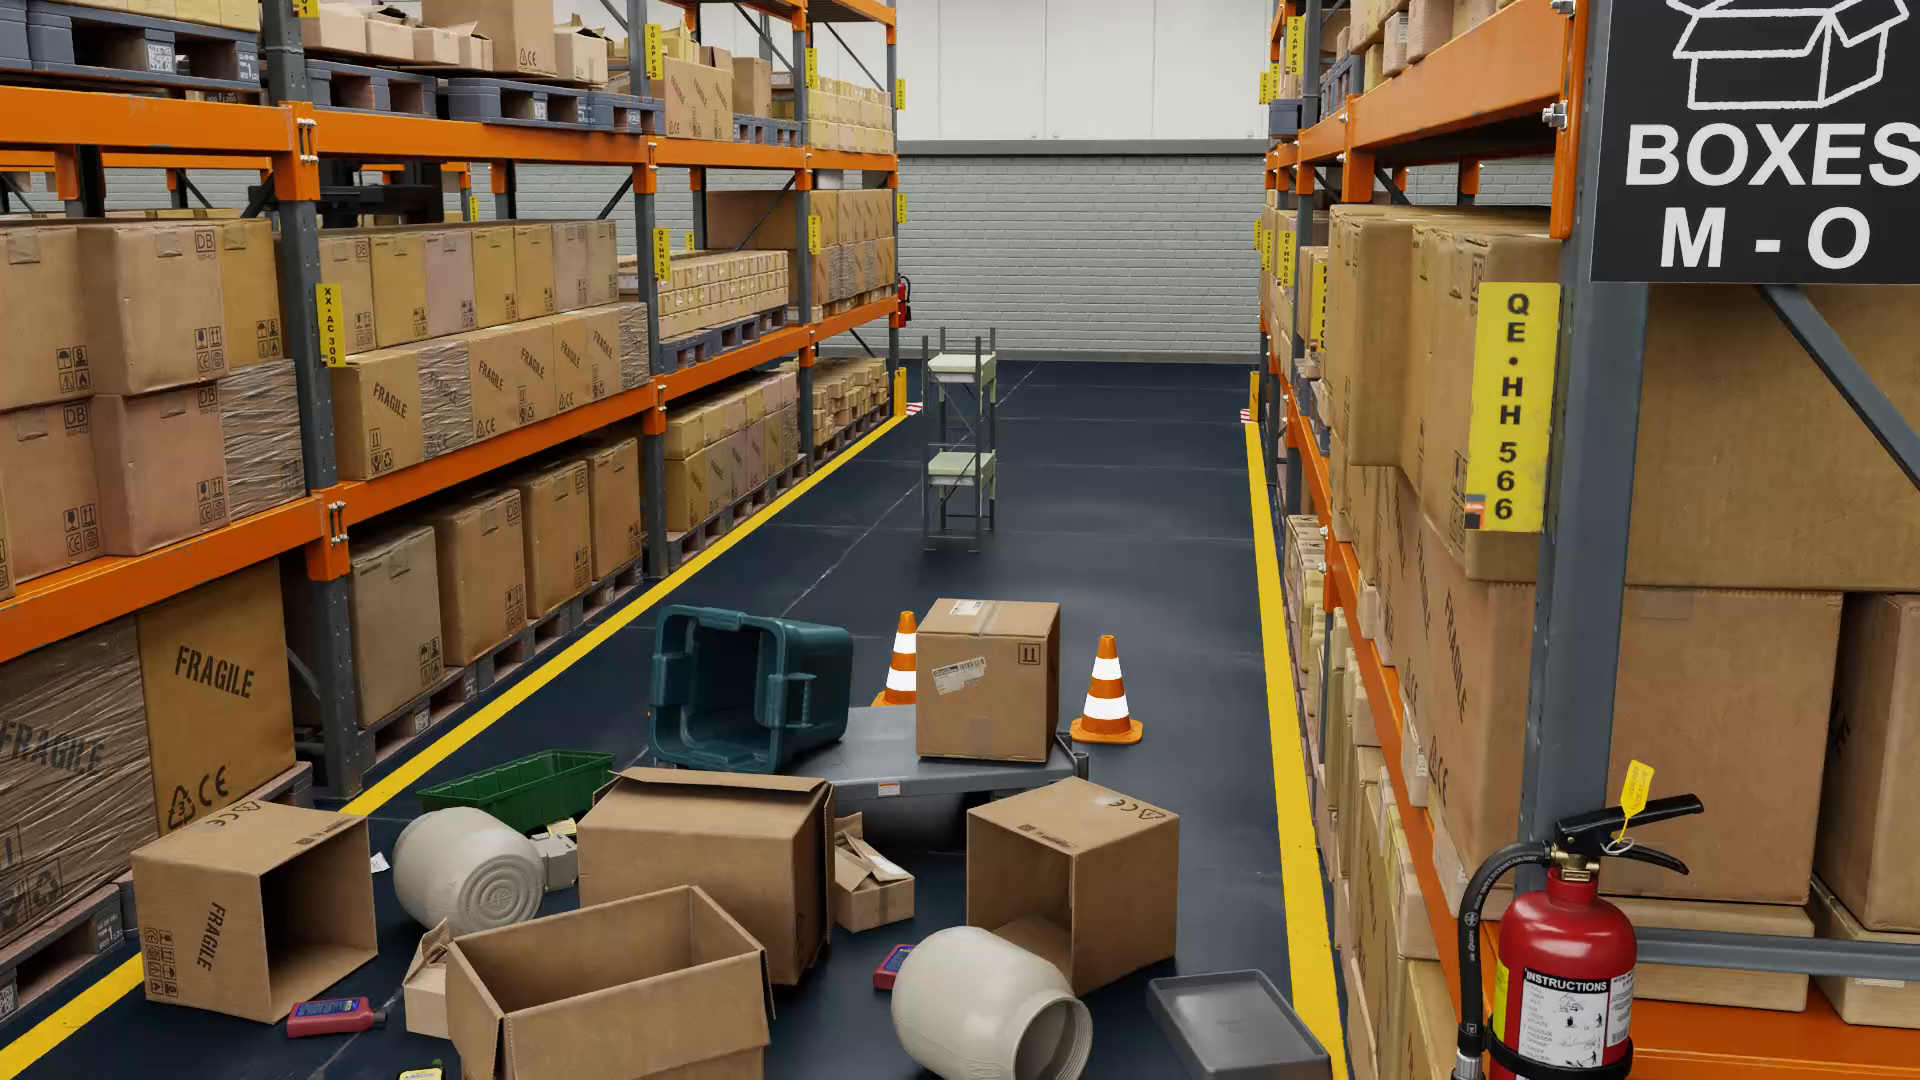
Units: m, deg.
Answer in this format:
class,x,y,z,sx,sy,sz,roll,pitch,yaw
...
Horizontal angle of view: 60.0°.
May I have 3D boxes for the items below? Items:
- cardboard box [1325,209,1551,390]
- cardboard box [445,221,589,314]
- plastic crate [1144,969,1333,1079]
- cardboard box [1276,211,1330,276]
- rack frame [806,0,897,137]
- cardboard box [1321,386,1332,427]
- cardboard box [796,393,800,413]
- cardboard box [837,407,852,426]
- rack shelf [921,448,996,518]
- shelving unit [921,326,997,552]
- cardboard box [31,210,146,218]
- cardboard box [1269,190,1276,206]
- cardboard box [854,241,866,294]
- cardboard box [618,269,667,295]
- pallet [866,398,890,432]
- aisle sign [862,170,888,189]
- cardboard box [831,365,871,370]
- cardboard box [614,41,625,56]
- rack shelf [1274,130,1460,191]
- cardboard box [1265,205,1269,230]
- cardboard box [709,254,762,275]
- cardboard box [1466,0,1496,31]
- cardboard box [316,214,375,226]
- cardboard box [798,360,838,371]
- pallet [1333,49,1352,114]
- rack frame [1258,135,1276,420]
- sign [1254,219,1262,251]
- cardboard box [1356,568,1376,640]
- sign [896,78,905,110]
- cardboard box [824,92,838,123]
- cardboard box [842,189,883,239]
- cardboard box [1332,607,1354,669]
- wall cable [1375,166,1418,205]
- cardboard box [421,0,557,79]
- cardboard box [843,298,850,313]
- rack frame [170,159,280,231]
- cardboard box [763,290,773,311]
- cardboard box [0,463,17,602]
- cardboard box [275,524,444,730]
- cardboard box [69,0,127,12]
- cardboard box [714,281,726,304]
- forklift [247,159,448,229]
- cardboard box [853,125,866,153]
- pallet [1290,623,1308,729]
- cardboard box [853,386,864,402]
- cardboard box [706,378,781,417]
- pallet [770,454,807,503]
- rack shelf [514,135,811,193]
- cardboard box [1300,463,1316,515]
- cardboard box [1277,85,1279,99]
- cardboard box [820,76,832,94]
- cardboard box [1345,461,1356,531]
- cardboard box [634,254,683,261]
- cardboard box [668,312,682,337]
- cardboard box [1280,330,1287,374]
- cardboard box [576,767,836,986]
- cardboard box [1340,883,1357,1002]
class,x,y,z,sx,sy,sz,roll,pitch,yaw
cardboard box,1.393,-0.651,4.575,0.700,0.500,0.500,2,12,7
cardboard box,-2.567,-1.572,9.559,0.700,0.500,0.500,2,12,8
plastic crate,0.828,1.466,5.000,0.402,0.080,0.583,-2,12,-11
cardboard box,2.707,-2.275,12.820,0.500,0.500,0.500,2,12,8
rack frame,-1.182,-5.831,17.691,1.000,3.000,0.127,2,12,9
cardboard box,1.748,-0.569,7.113,0.380,0.149,0.250,2,12,8
cardboard box,-1.539,-1.233,14.955,0.380,0.149,0.250,2,12,11
cardboard box,-1.264,-1.214,16.279,0.380,0.149,0.250,2,12,7
rack shelf,-0.001,-0.413,11.898,0.431,0.370,0.720,2,12,9
shelving unit,-0.001,-0.732,11.829,0.431,1.500,0.755,2,12,9
cardboard box,-6.969,-2.381,13.305,0.797,0.503,0.637,2,12,10
cardboard box,3.117,-3.228,15.700,0.380,0.149,0.250,2,12,7
cardboard box,-1.236,-2.675,16.341,0.500,0.500,0.500,3,12,11
cardboard box,-2.149,-1.697,10.937,0.380,0.149,0.250,2,12,9
pallet,-1.353,-1.352,17.764,1.003,0.211,1.213,2,12,9
aisle sign,-0.874,-4.175,18.075,0.394,0.787,0.004,2,12,9
cardboard box,-1.125,-1.722,17.223,0.380,0.149,0.250,1,12,6
cardboard box,-2.429,-3.484,11.864,0.396,0.266,0.258,2,12,9
rack shelf,2.802,-2.625,11.641,1.077,0.370,4.000,2,12,9
cardboard box,3.226,-2.991,16.142,0.500,0.500,0.500,2,12,8
cardboard box,-1.788,-2.185,13.200,0.380,0.149,0.250,2,12,8
cardboard box,1.219,-1.067,3.298,0.380,0.149,0.250,2,12,8
cardboard box,-6.558,-3.216,17.665,0.500,0.500,0.500,2,12,7
cardboard box,-1.522,-1.842,17.777,0.380,0.149,0.250,2,12,10
pallet,2.080,-1.761,6.370,1.213,0.211,1.003,2,12,9
rack frame,3.725,-2.759,17.677,1.000,3.000,0.127,2,12,9
sign,3.177,-3.240,17.667,0.100,0.325,0.005,2,12,9
cardboard box,1.308,0.183,4.622,0.380,0.149,0.250,2,12,9
sign,-0.636,-4.776,17.811,0.100,0.325,0.005,2,12,9
cardboard box,-1.404,-3.899,15.016,0.500,0.250,0.500,2,12,8
cardboard box,-1.084,-3.373,17.207,0.500,0.500,0.500,1,12,7
cardboard box,1.443,0.332,5.543,0.380,0.149,0.250,2,12,9
wall cable,5.972,-4.387,22.818,0.588,1.984,0.122,2,12,9
cardboard box,-2.403,-2.632,8.494,0.500,0.500,0.500,2,12,9
cardboard box,-1.276,-2.267,15.990,0.380,0.149,0.250,2,12,11
rack frame,-6.682,-2.248,15.303,1.000,3.000,0.127,2,12,9
cardboard box,-1.742,-1.953,13.537,0.380,0.149,0.250,2,12,8
cardboard box,-3.316,-0.059,4.793,0.875,0.550,0.500,2,12,9
cardboard box,-3.021,0.362,7.538,1.050,0.750,0.750,2,12,8
cardboard box,-2.884,-1.753,5.248,0.380,0.149,0.250,2,12,9
cardboard box,-1.943,-1.823,12.228,0.380,0.149,0.250,2,12,8
forklift,-4.578,-1.637,12.631,1.130,2.935,3.031,2,12,9
cardboard box,-1.213,-3.868,16.057,0.500,0.250,0.500,2,12,11
pallet,2.183,0.685,8.314,1.003,0.211,1.213,2,12,9
cardboard box,-1.184,-1.467,16.746,0.380,0.149,0.250,3,12,11
cardboard box,-1.754,-1.146,13.348,0.500,0.250,0.500,2,12,11
pallet,-1.915,-0.541,14.001,1.003,0.211,1.213,2,12,9
rack shelf,-2.105,-2.764,12.288,1.077,0.370,4.000,2,12,9
cardboard box,2.683,-0.402,10.784,0.875,0.875,0.875,2,12,8
cardboard box,2.687,-3.440,13.036,0.396,0.266,0.258,2,12,8
cardboard box,-1.370,-4.113,15.062,0.380,0.149,0.250,2,12,7
cardboard box,1.482,-0.268,5.172,0.500,0.500,0.500,2,12,8
cardboard box,-2.432,-2.209,13.310,0.380,0.149,0.250,2,12,8
cardboard box,-2.102,-1.458,11.239,0.380,0.149,0.250,2,12,11
cardboard box,2.379,-1.241,10.989,0.500,0.250,0.500,2,12,10
cardboard box,-0.832,1.083,5.453,0.797,0.637,0.503,2,12,9
cardboard box,1.372,1.214,4.772,0.500,0.250,0.500,2,12,8
